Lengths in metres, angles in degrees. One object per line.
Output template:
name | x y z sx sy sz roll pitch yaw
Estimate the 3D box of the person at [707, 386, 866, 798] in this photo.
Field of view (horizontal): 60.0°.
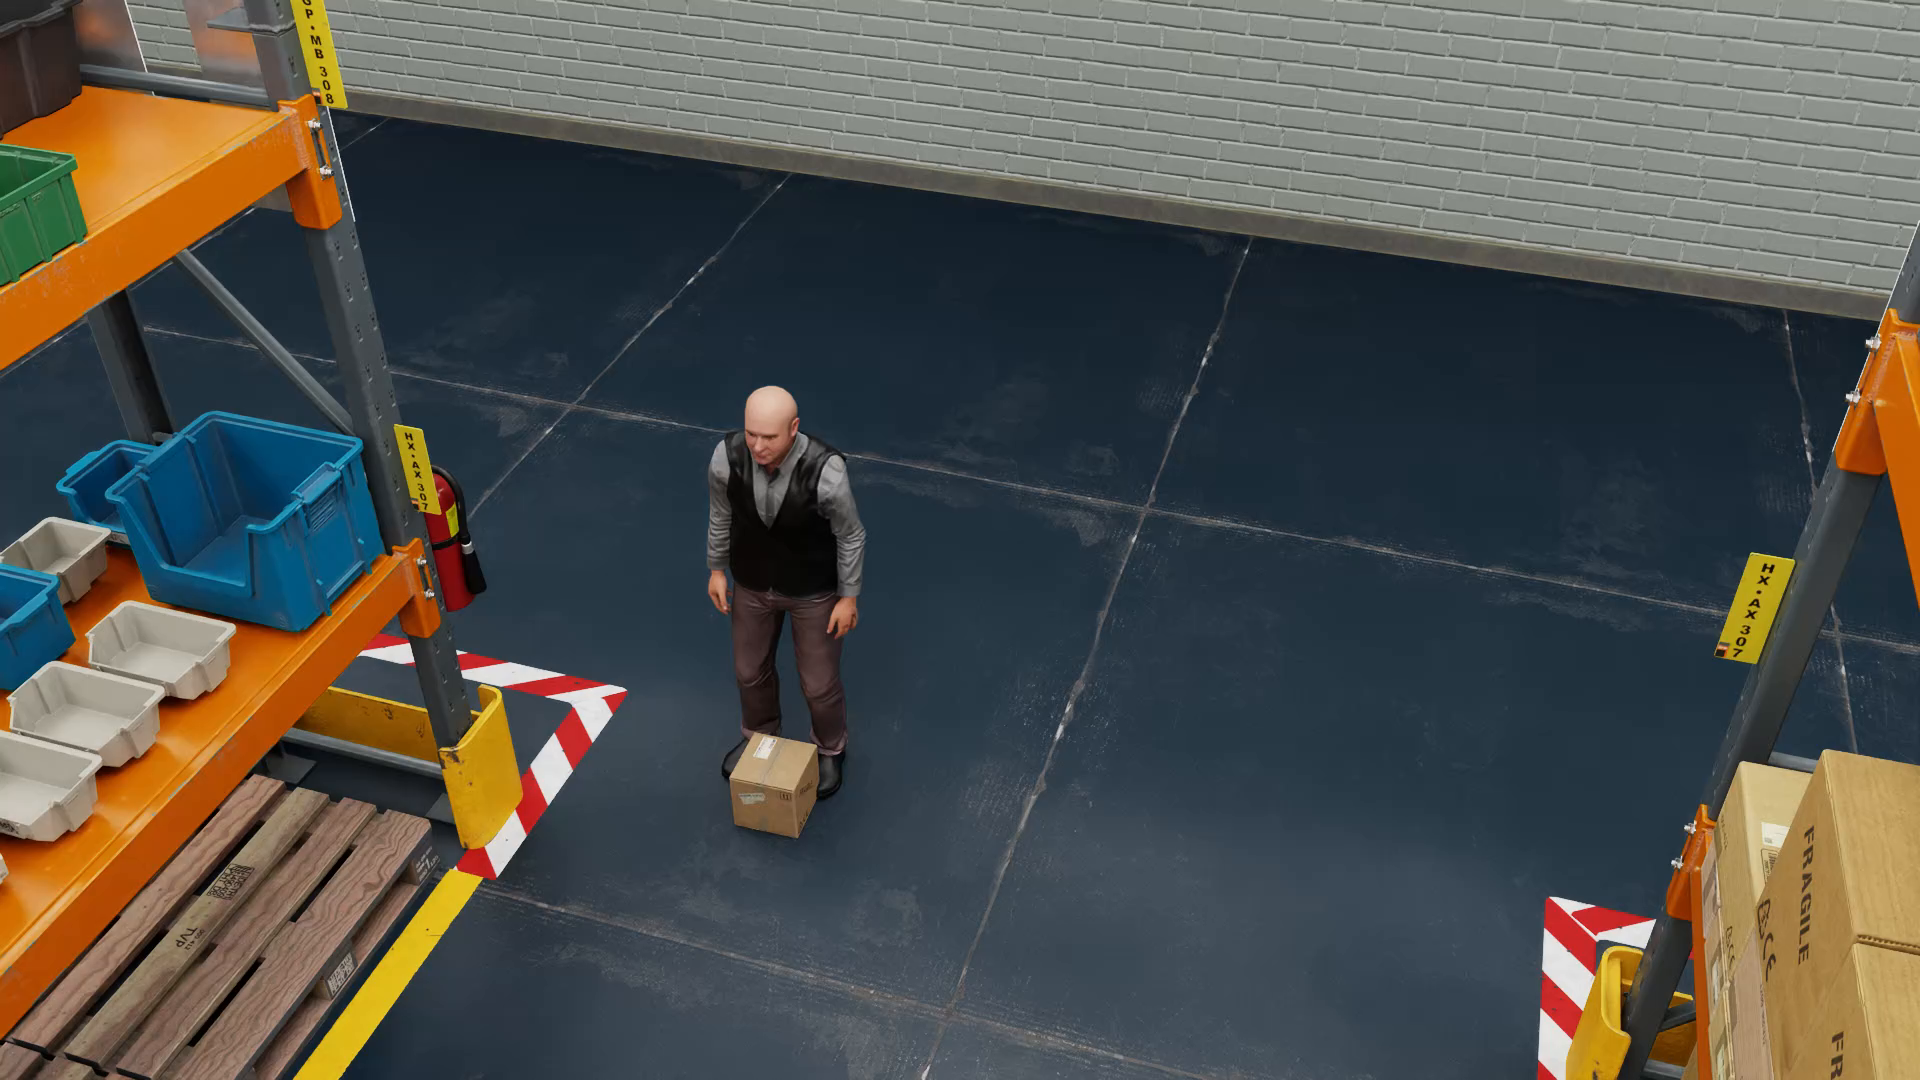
person | -0.613 0.160 5.955 0.580 1.721 0.418 11 38 14
